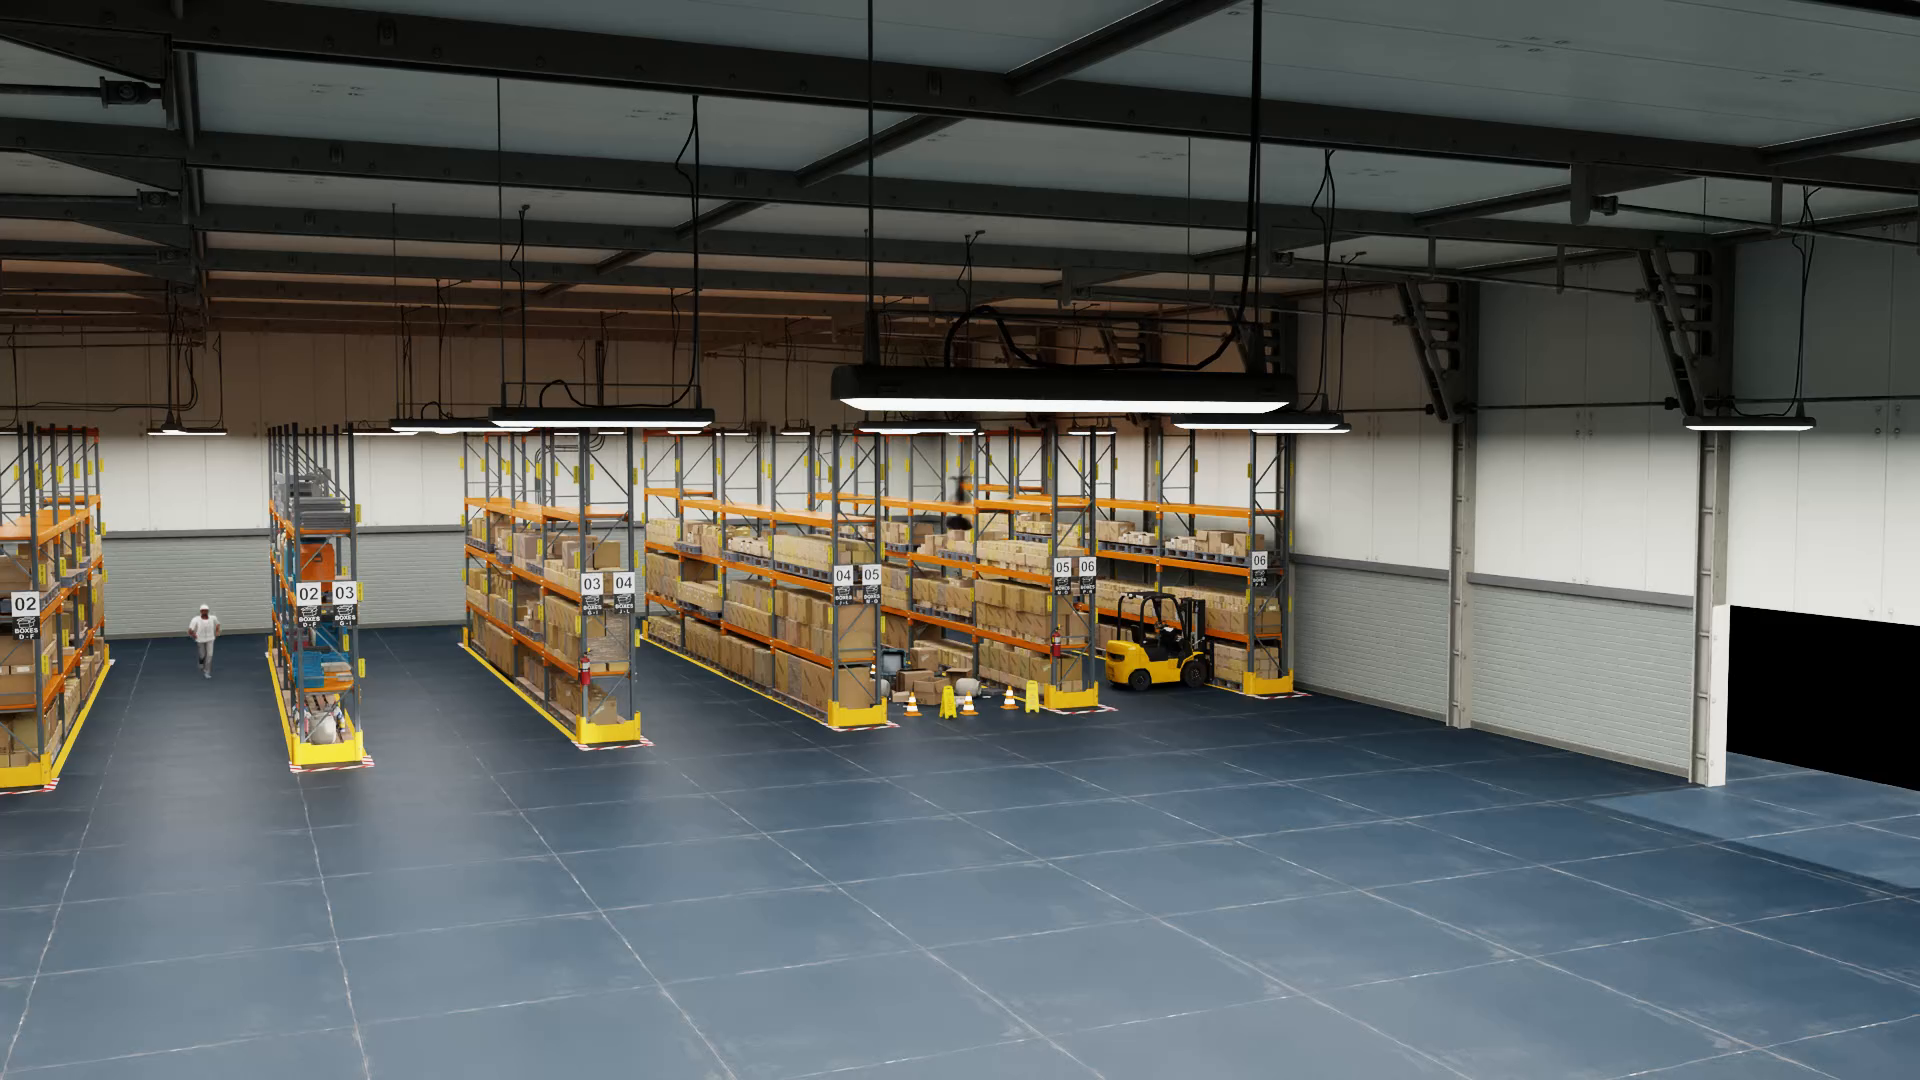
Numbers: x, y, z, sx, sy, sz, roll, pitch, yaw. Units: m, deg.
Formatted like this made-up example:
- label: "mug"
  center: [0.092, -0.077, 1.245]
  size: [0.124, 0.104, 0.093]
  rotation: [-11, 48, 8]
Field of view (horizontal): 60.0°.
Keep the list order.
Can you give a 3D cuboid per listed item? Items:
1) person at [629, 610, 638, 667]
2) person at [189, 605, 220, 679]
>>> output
- label: "person"
  center: [-8.313, 2.318, 41.481]
  size: [0.712, 1.764, 0.918]
  rotation: [-3, 4, -37]
- label: "person"
  center: [-18.160, 2.429, 40.005]
  size: [0.708, 1.765, 0.824]
  rotation: [-2, 4, -32]
